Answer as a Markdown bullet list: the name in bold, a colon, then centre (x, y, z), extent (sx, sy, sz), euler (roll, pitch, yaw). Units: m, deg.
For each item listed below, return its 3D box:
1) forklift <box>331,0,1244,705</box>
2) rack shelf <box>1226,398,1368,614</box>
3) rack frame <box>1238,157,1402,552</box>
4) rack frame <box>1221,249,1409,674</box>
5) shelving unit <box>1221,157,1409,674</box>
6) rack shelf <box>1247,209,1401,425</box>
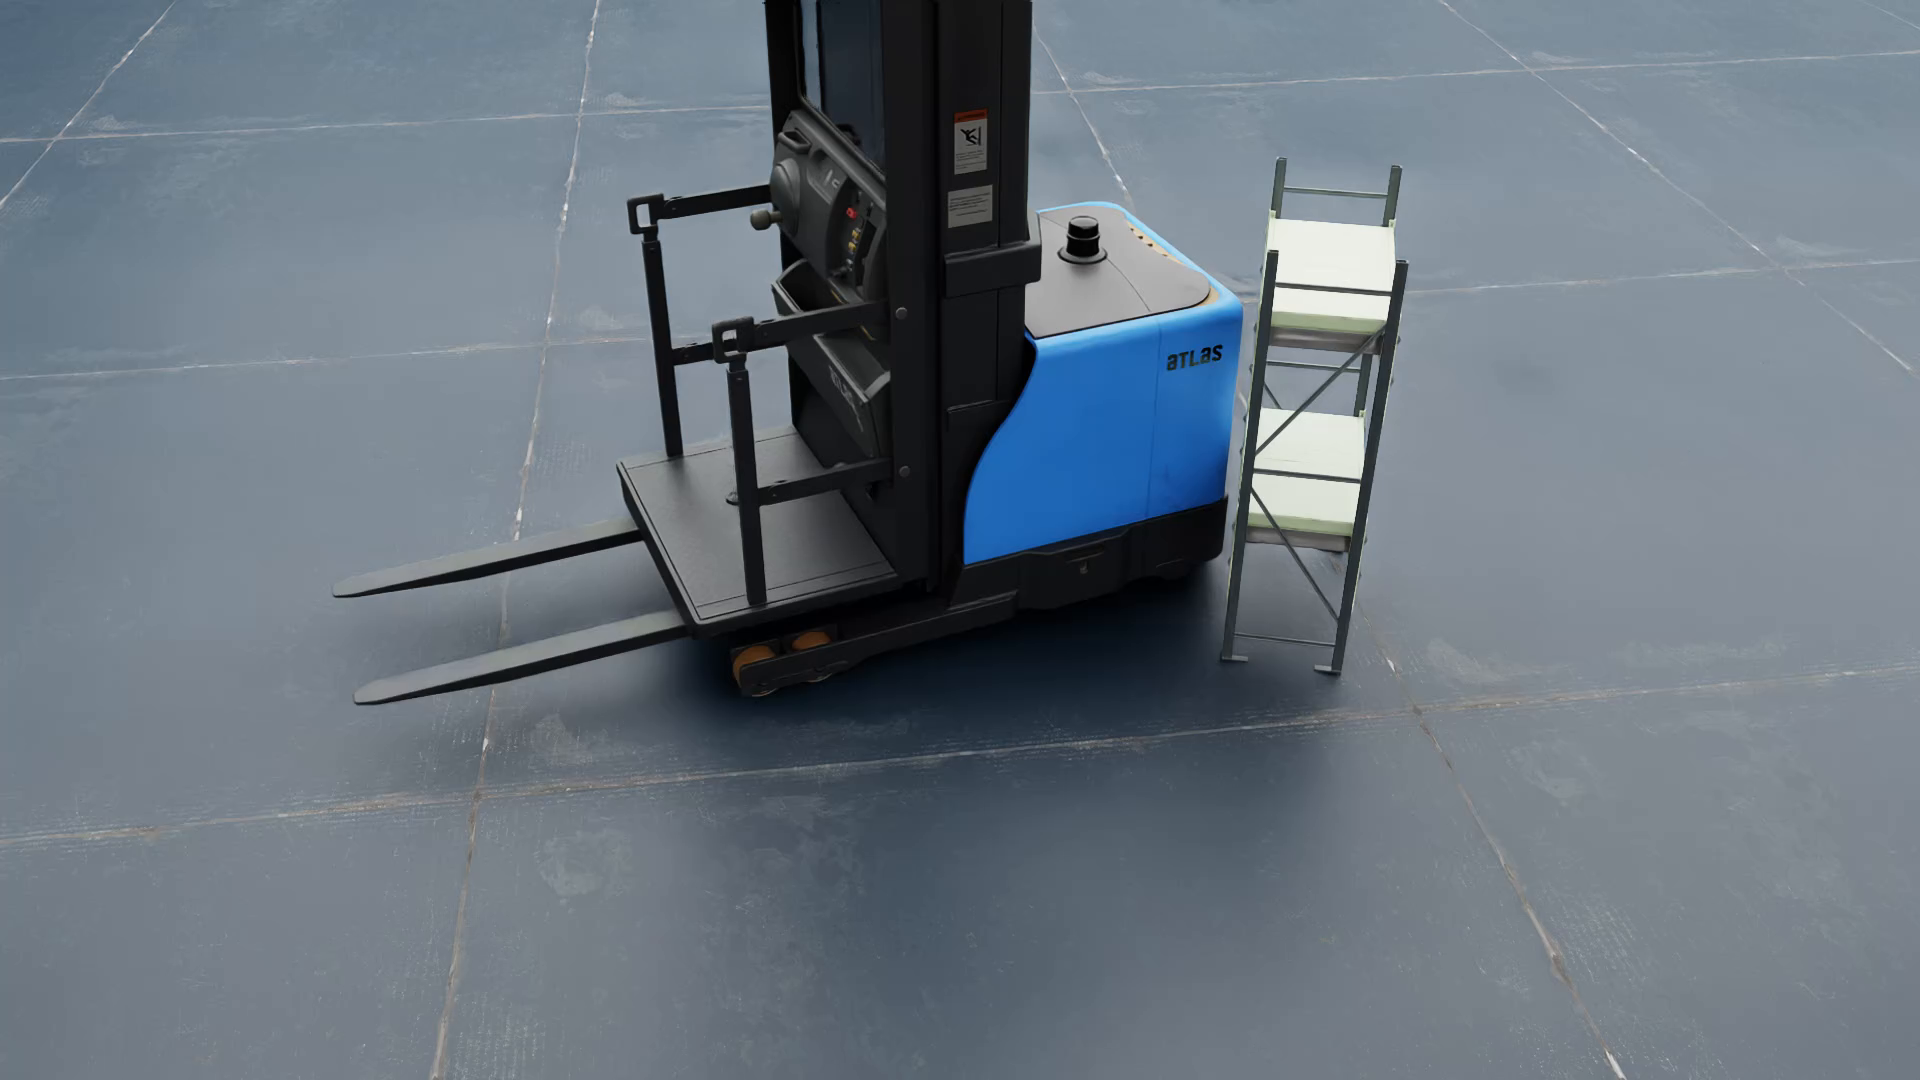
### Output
- **forklift**: centre (-0.603, -1.033, 5.163), extent (3.031, 2.935, 1.130), euler (-14, 37, -19)
- **rack shelf**: centre (1.157, -0.130, 5.688), extent (0.431, 0.370, 0.720), euler (6, 35, 9)
- **rack frame**: centre (1.227, -0.602, 5.802), extent (0.400, 1.500, 0.023), euler (6, 35, 9)
- **rack frame**: centre (1.087, -0.197, 5.208), extent (0.400, 1.500, 0.023), euler (6, 35, 9)
- **shelving unit**: centre (1.157, -0.400, 5.505), extent (0.431, 1.500, 0.755), euler (6, 35, 9)
- **rack shelf**: centre (1.157, -0.722, 5.285), extent (0.431, 0.370, 0.720), euler (6, 35, 9)
